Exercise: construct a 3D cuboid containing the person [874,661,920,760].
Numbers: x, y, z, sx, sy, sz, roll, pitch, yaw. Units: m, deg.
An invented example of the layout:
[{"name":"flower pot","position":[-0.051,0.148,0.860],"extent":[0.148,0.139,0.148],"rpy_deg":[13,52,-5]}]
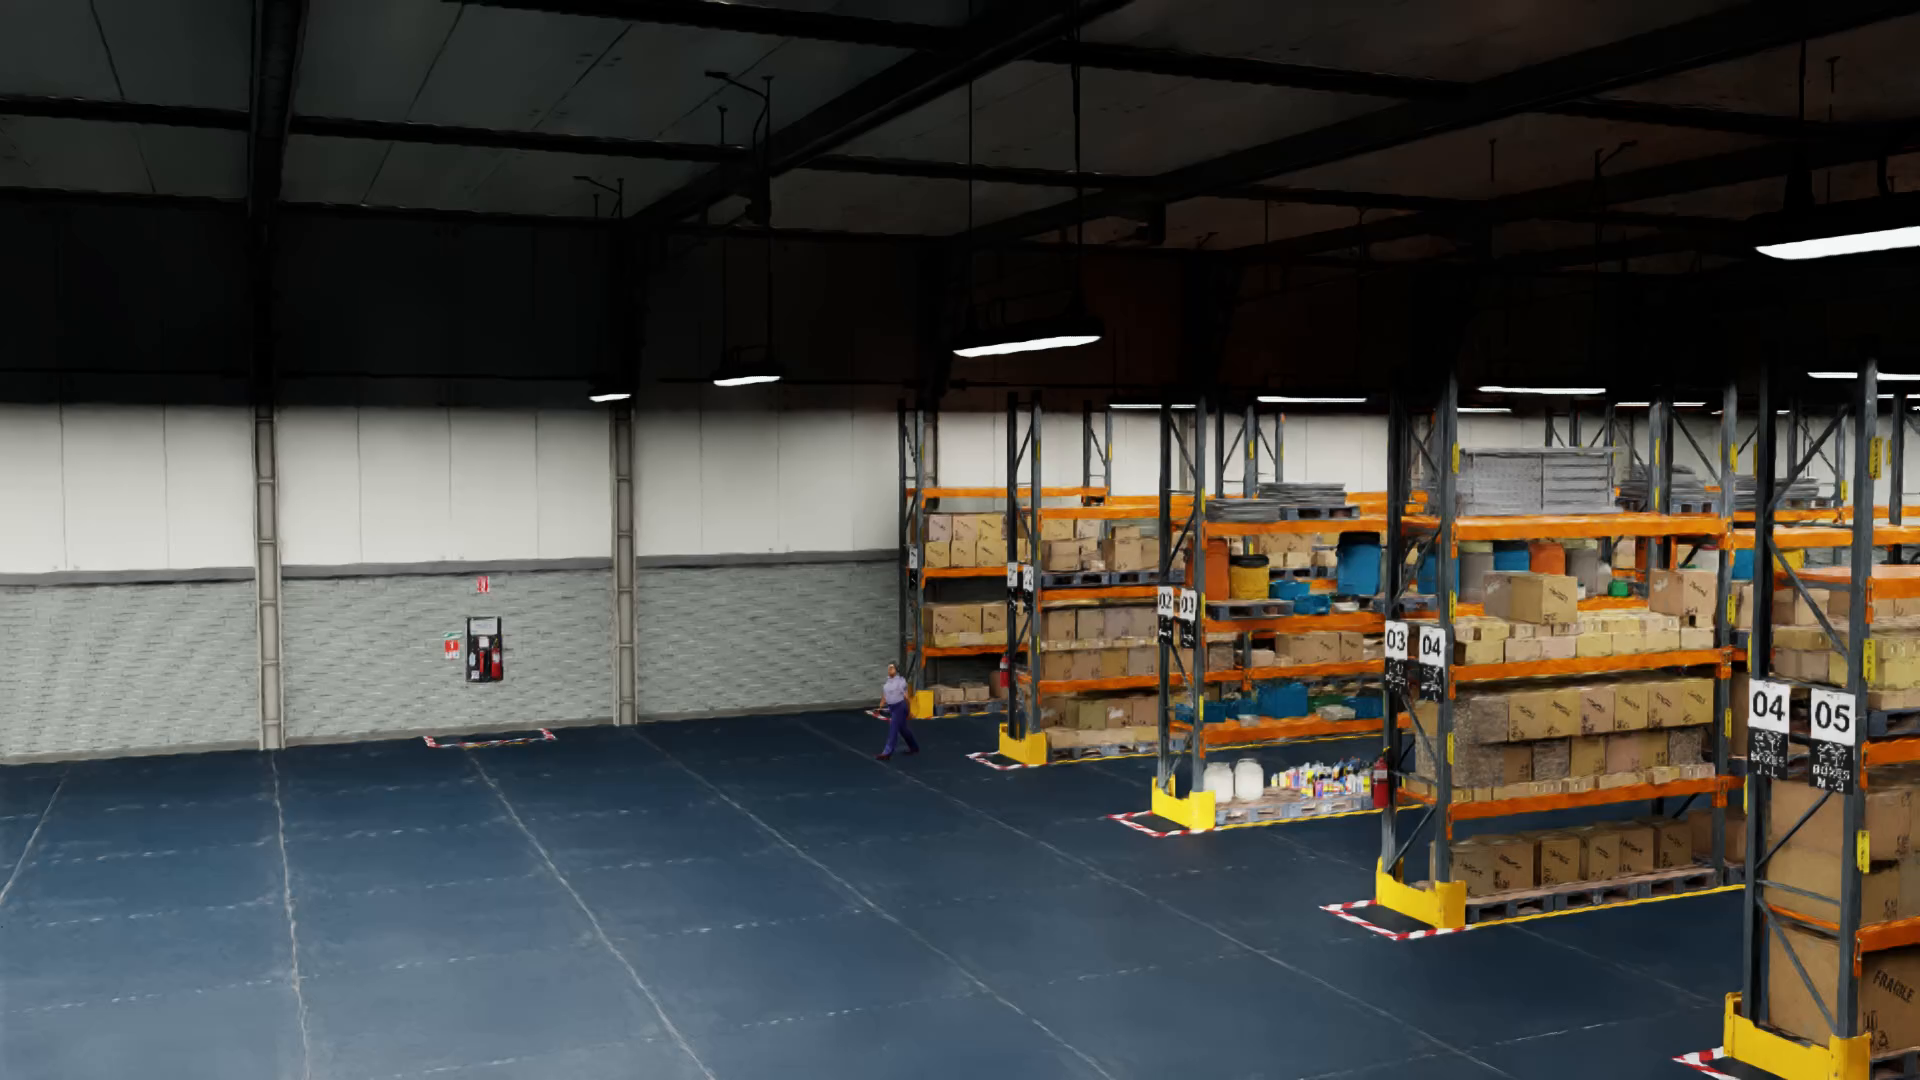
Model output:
[{"name":"person","position":[-1.055,2.773,27.216],"extent":[0.999,1.567,0.477],"rpy_deg":[-2,4,-32]}]
